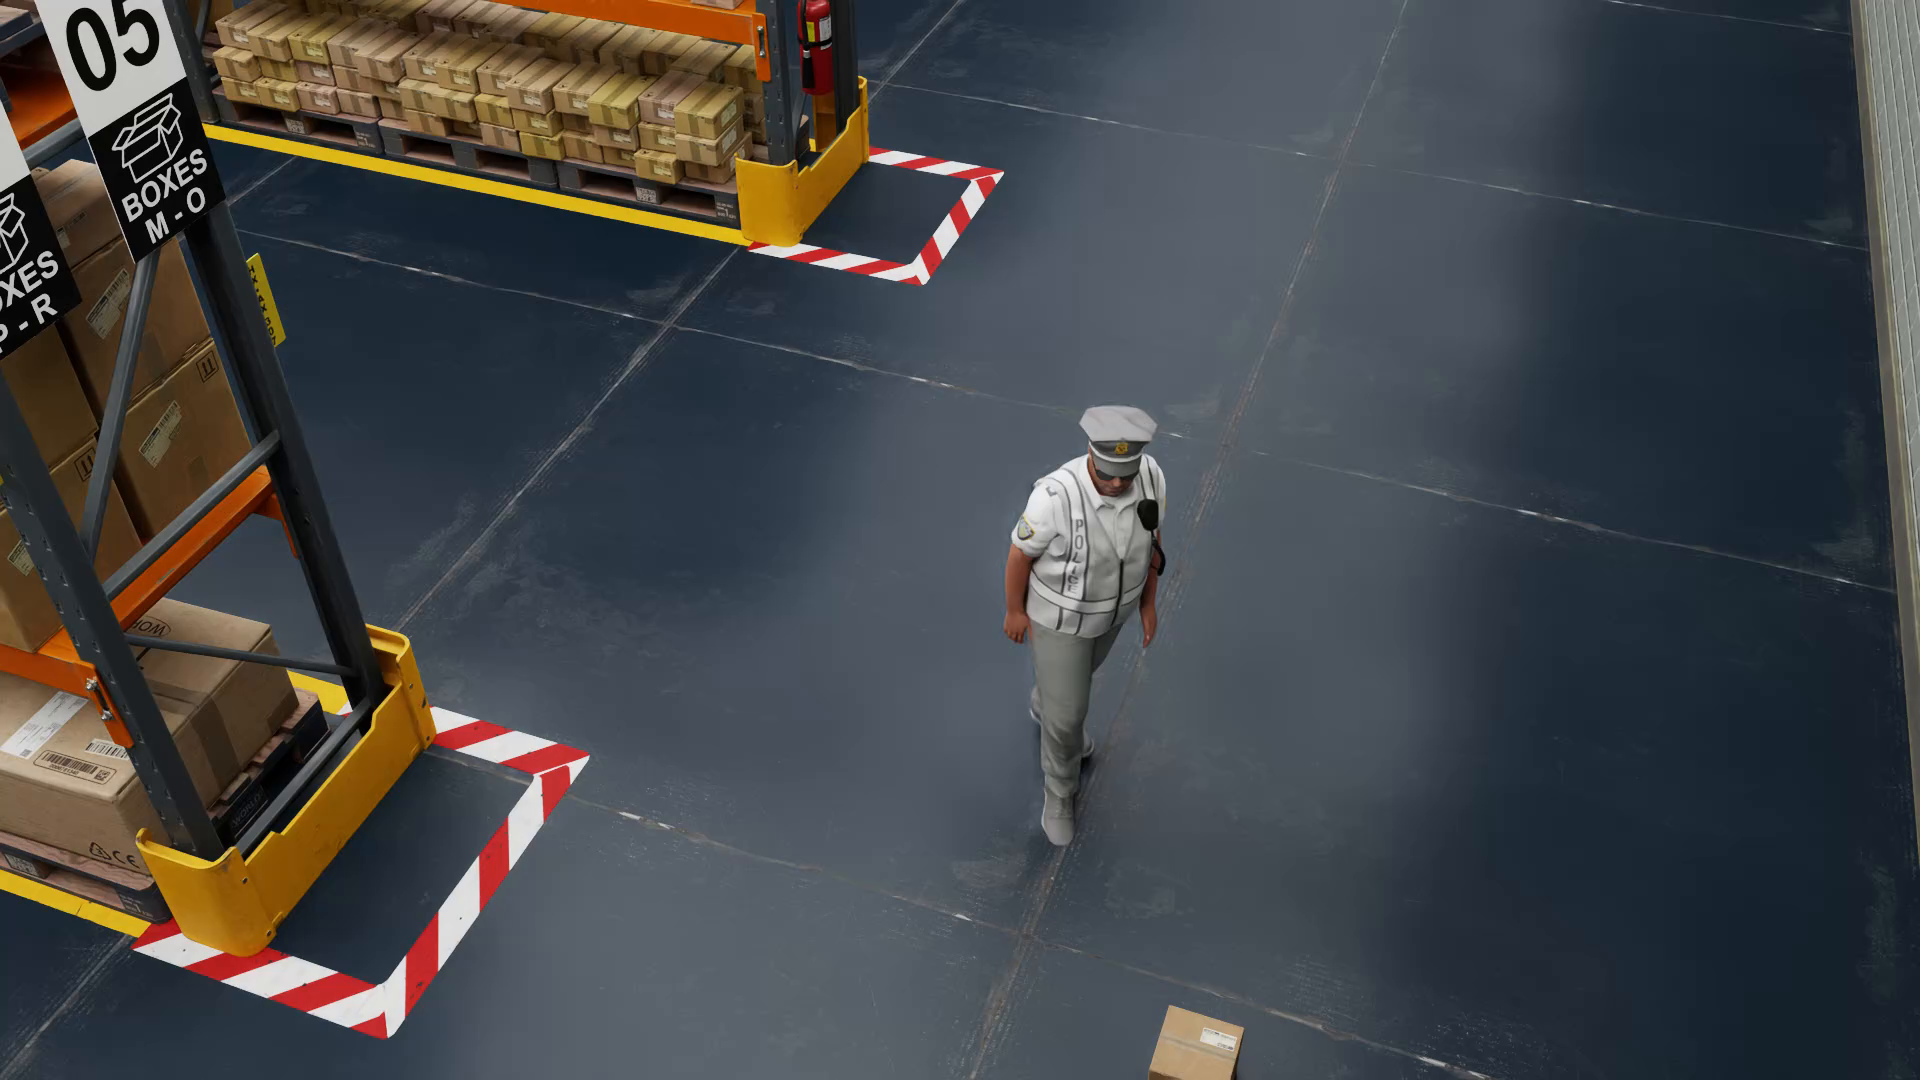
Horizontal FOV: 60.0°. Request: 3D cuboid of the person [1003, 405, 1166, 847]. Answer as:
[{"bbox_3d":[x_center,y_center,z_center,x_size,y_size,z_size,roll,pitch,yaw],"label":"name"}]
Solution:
[{"bbox_3d":[0.424,0.244,5.907,0.574,1.798,0.597,-25,47,-26],"label":"person"}]
